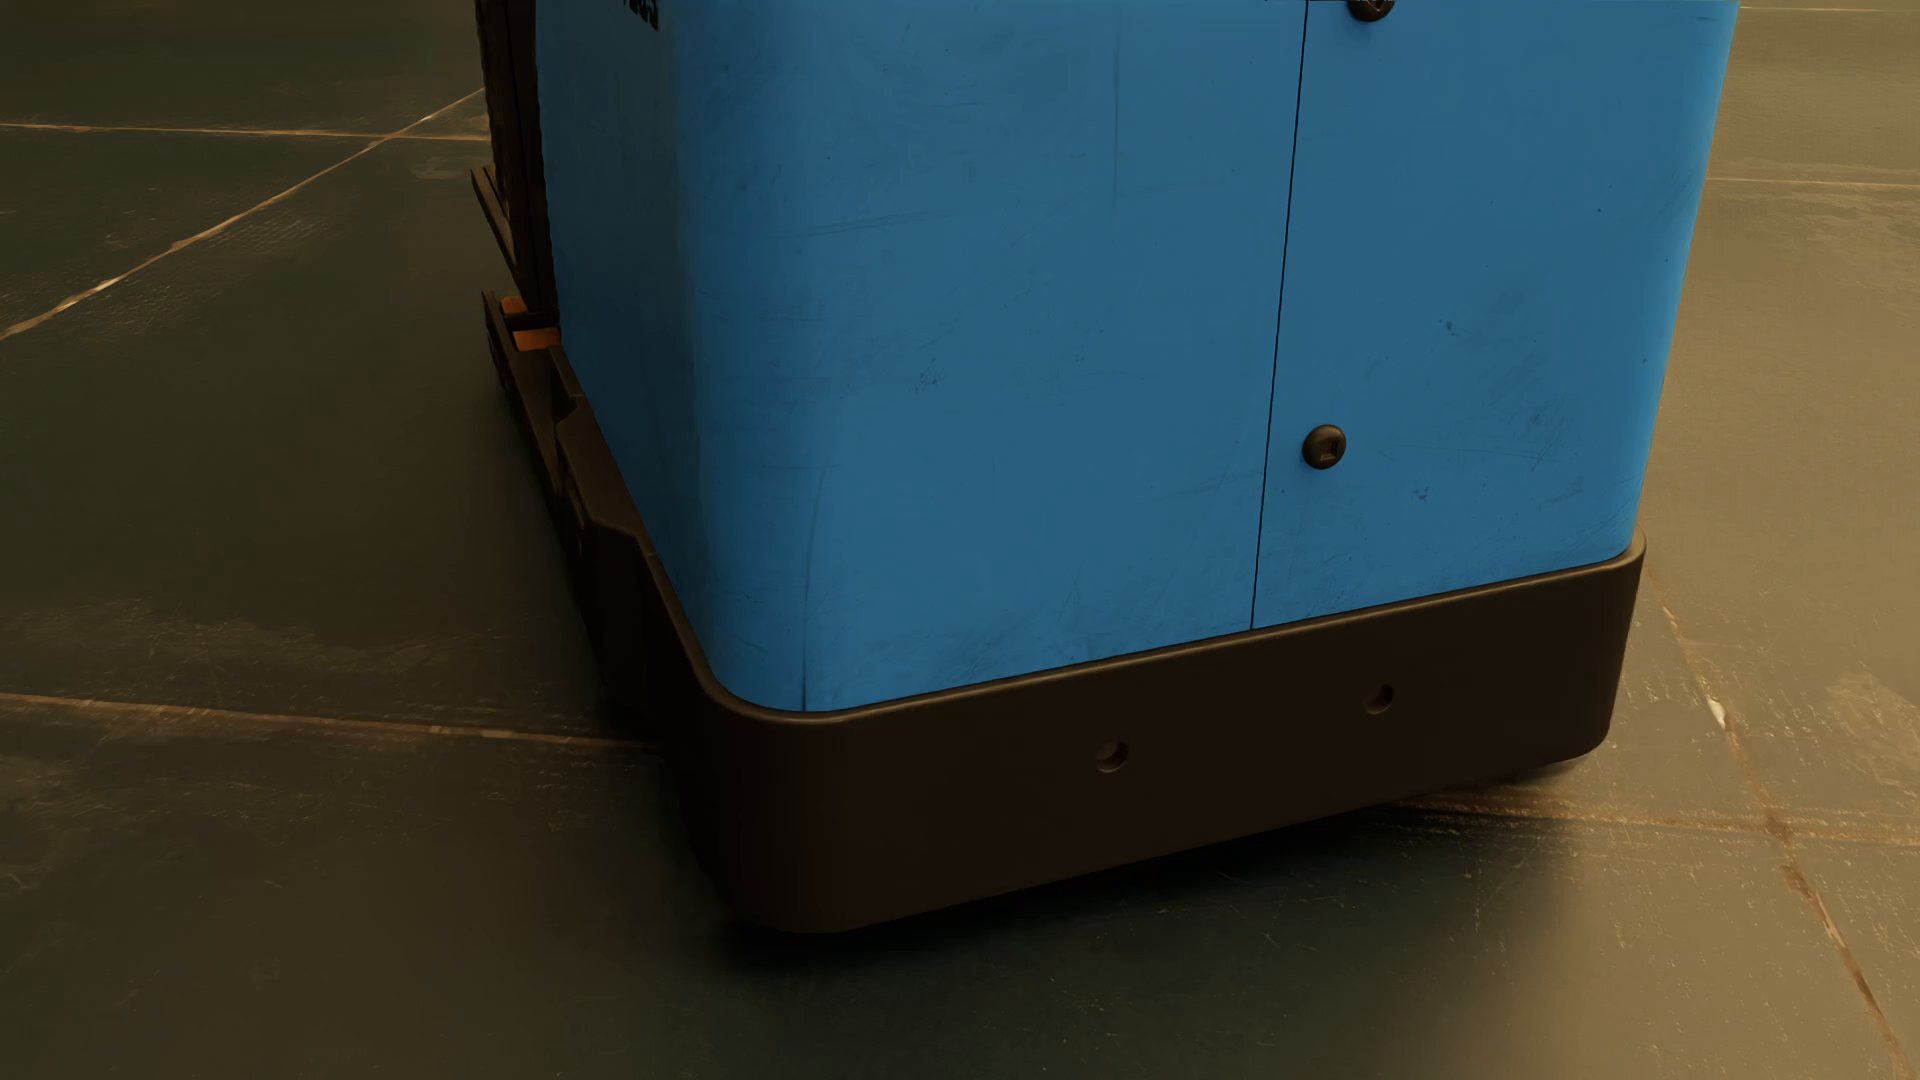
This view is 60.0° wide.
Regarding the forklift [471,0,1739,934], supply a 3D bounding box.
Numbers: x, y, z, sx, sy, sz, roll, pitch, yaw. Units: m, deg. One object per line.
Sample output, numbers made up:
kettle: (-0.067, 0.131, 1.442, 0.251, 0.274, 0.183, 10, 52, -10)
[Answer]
forklift: (-0.238, -1.572, 2.369, 1.130, 2.935, 3.031, -9, 28, -18)
